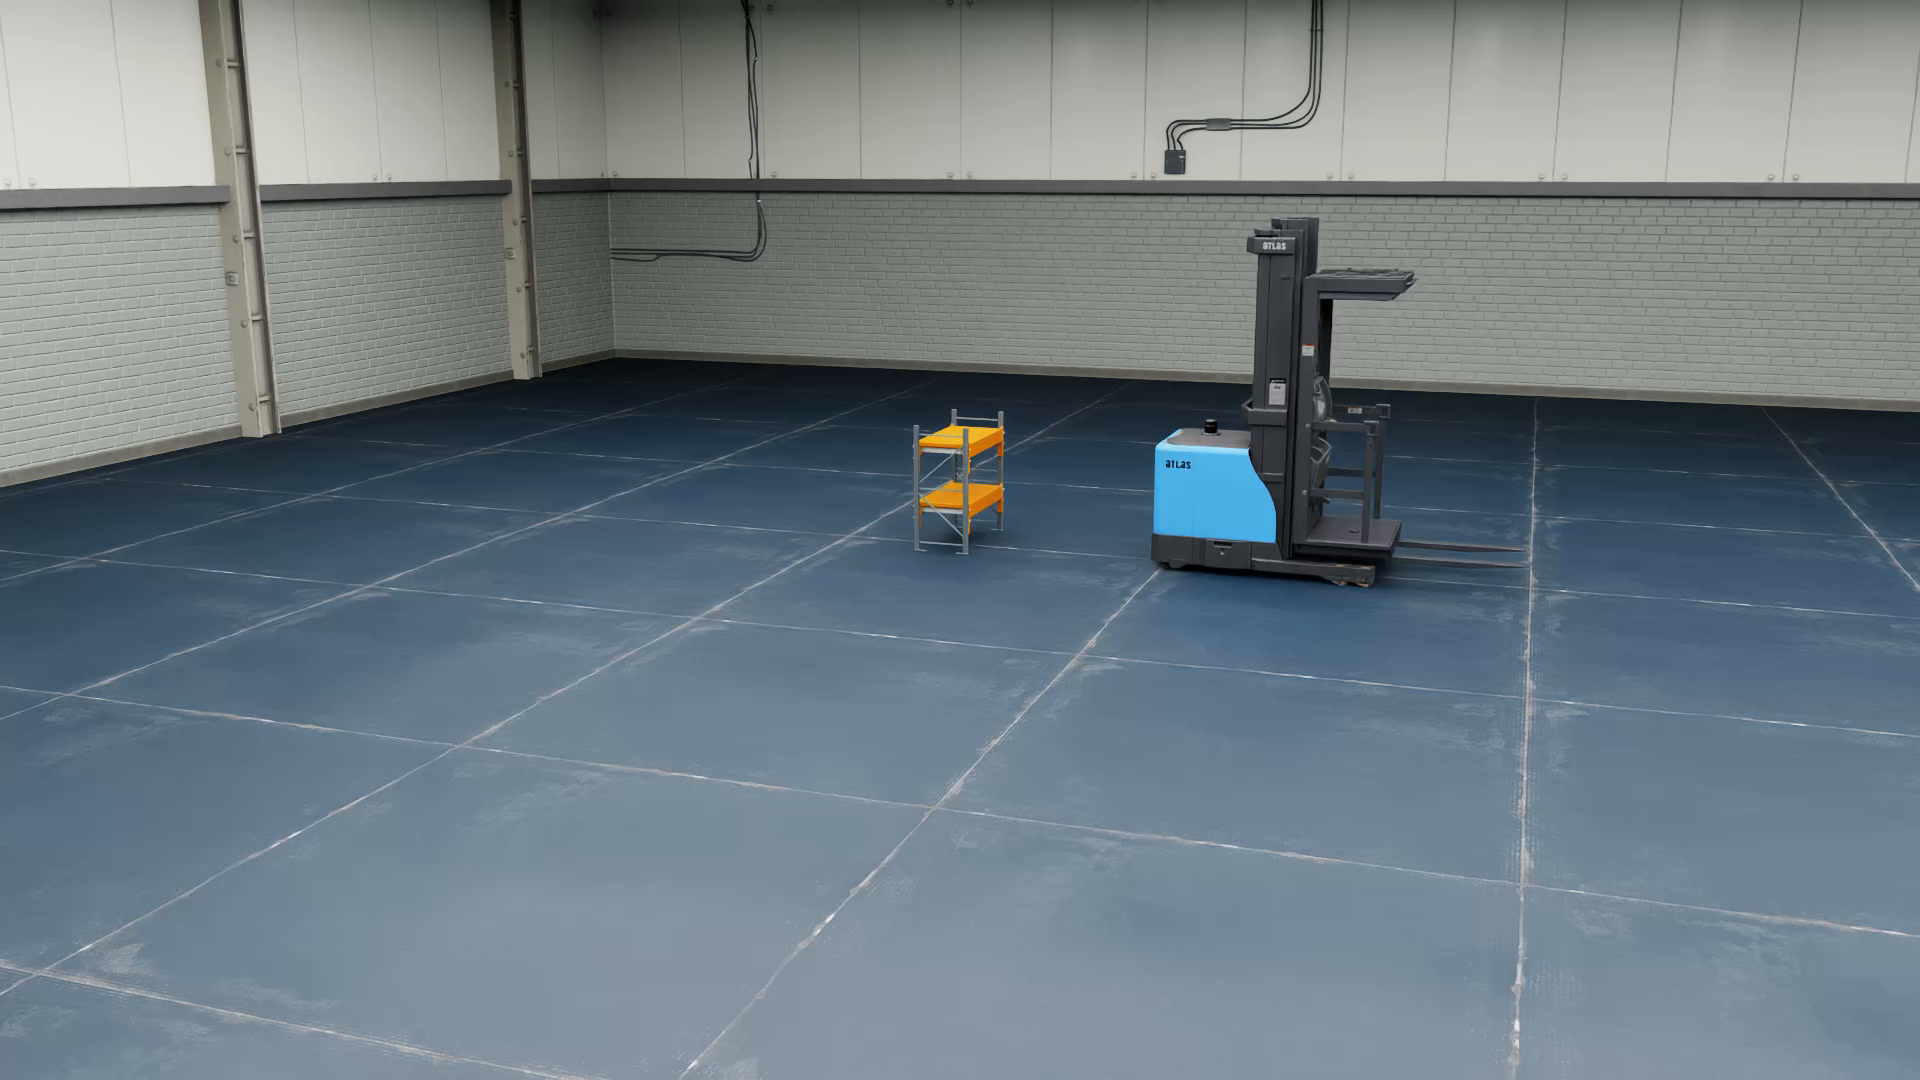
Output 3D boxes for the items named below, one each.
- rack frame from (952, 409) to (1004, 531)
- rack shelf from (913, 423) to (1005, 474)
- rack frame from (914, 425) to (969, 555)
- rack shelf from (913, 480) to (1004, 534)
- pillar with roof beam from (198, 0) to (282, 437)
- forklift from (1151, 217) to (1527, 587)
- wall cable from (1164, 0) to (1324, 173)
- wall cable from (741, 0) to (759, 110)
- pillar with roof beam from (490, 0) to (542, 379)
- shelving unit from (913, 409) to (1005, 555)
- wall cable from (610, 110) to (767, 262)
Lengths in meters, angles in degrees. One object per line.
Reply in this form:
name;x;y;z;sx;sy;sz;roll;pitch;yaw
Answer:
rack frame;0.162;-0.654;15.588;0.500;1.125;0.032;4;14;18
rack shelf;-0.002;-0.832;15.053;0.538;0.278;1.000;4;14;18
rack frame;-0.167;-0.440;14.650;0.500;1.125;0.032;4;14;18
rack shelf;-0.002;-0.309;15.173;0.538;0.278;1.000;4;14;18
pillar with roof beam;-4.806;-5.418;18.766;9.100;9.000;0.400;4;14;18
forklift;3.204;-1.178;13.824;3.031;2.935;1.130;4;14;19
wall cable;4.244;-8.488;24.572;2.305;6.003;0.169;4;14;18
wall cable;-2.174;-8.270;26.890;3.097;2.526;0.112;4;14;18
pillar with roof beam;-2.864;-6.682;24.301;9.100;9.000;0.400;4;14;18
shelving unit;-0.002;-0.547;15.119;0.538;1.125;1.048;4;14;18
wall cable;-4.733;-6.003;28.305;3.097;2.526;0.112;4;14;18
